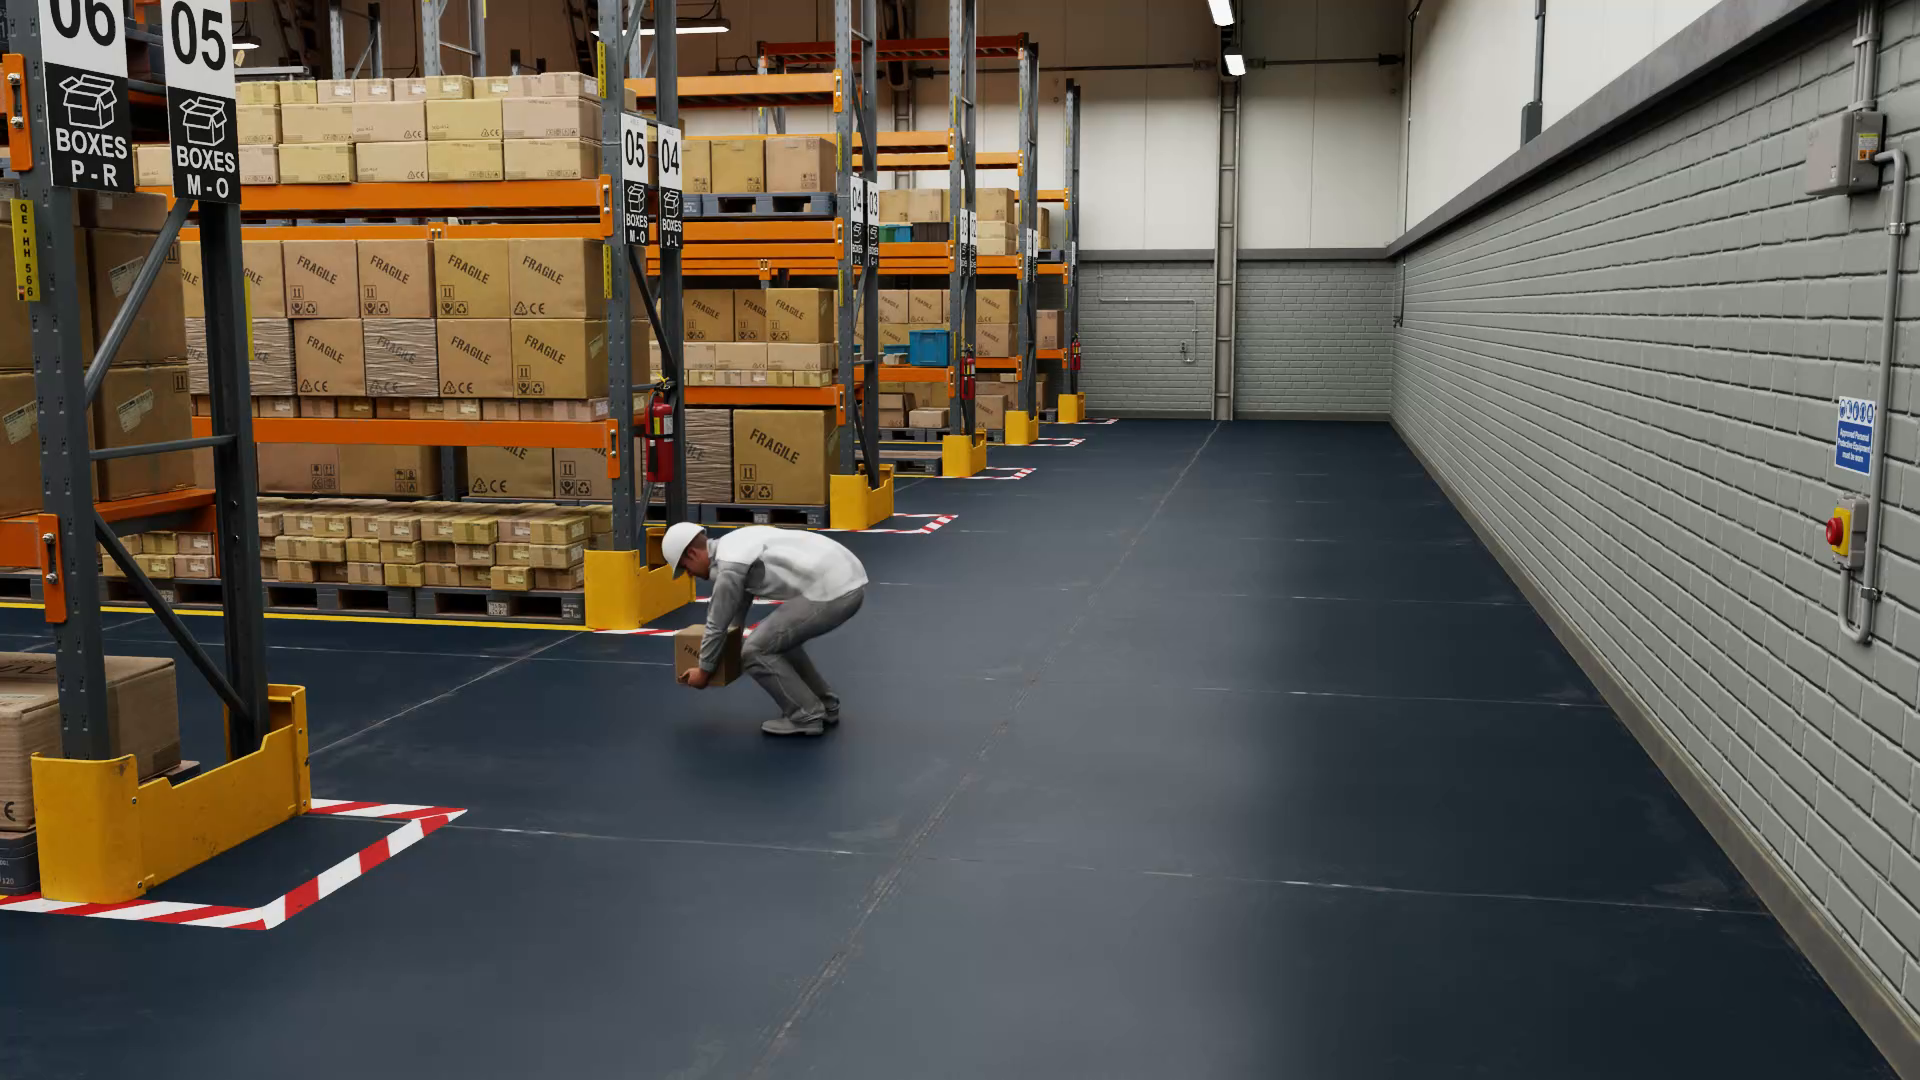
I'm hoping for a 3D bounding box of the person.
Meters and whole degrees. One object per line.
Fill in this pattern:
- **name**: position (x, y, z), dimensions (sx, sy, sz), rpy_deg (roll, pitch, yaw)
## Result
- **person**: position (-0.945, 0.414, 8.030), dimensions (0.989, 0.992, 0.519), rpy_deg (1, 8, 9)
